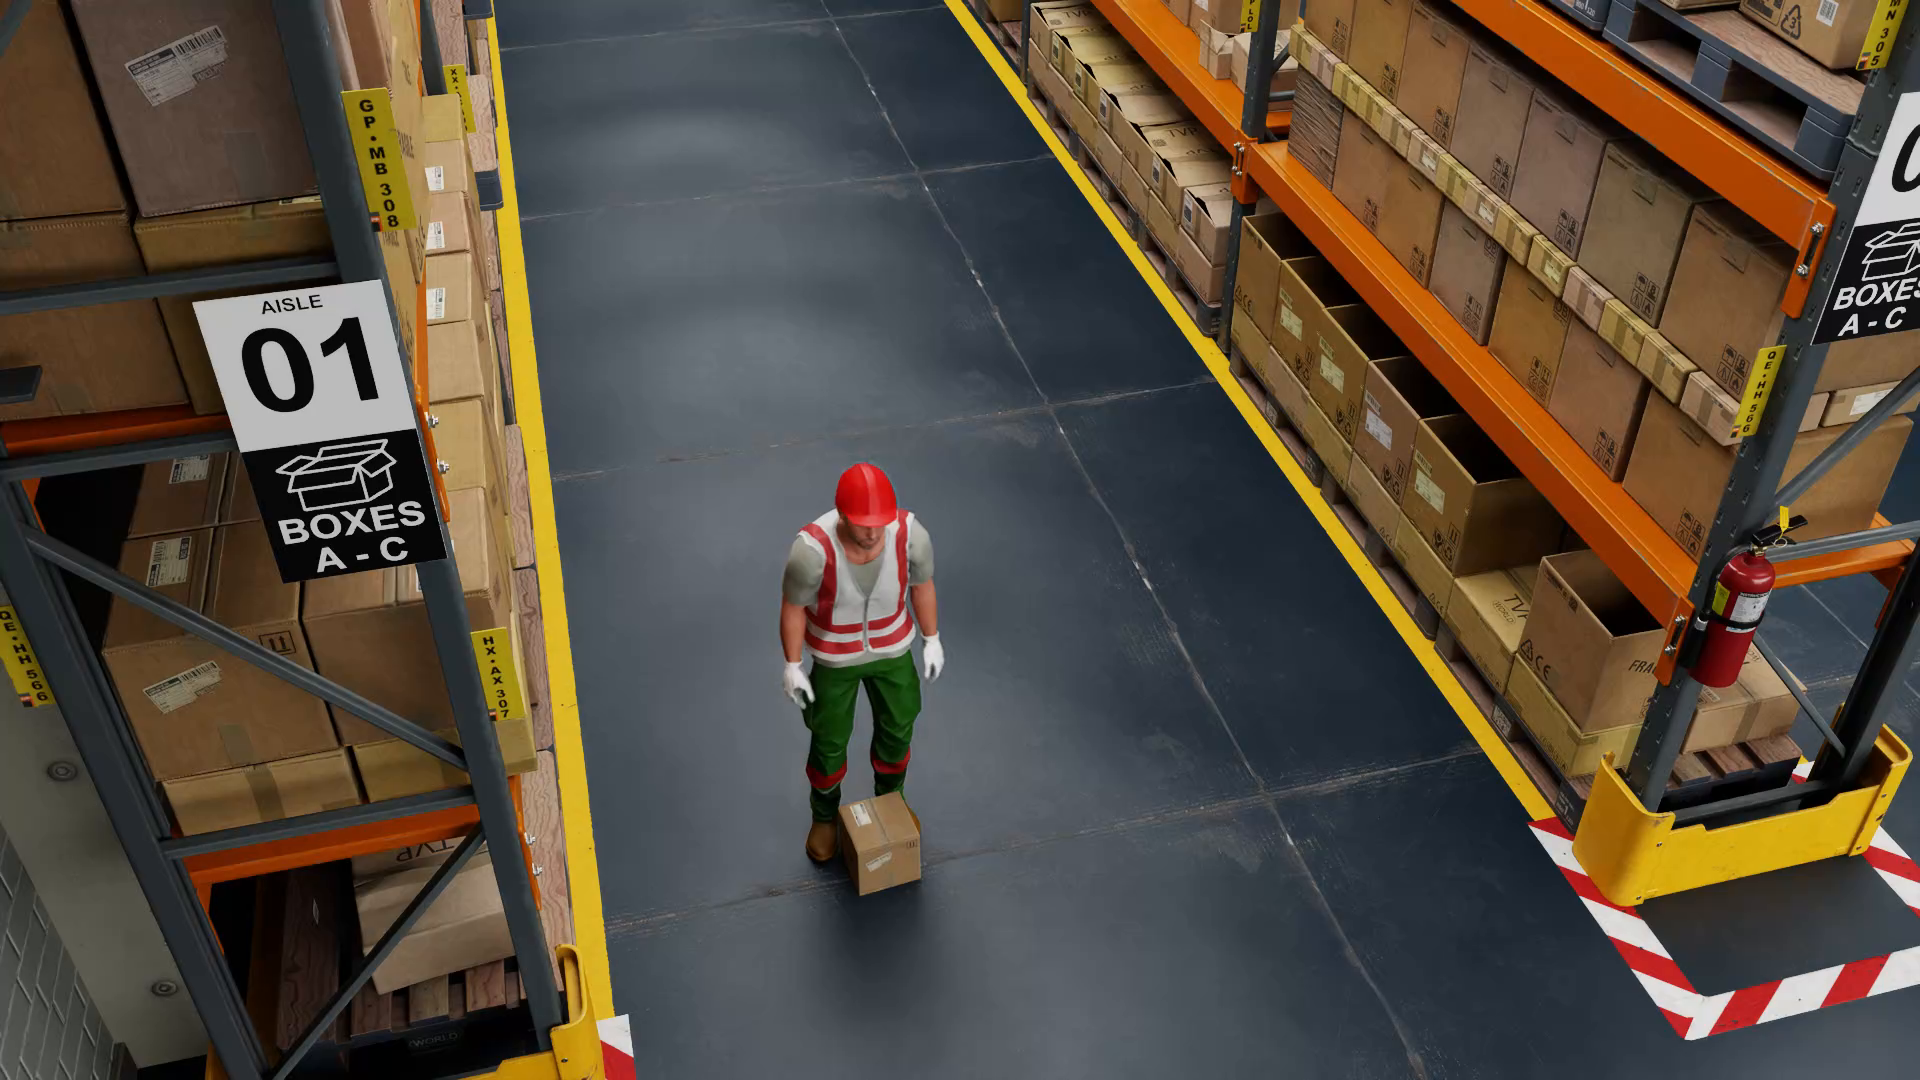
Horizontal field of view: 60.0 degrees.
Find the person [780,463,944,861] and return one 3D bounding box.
[{"bbox_3d":[-0.358,0.435,6.142,0.620,1.779,0.454,-10,39,-13],"label":"person"}]
